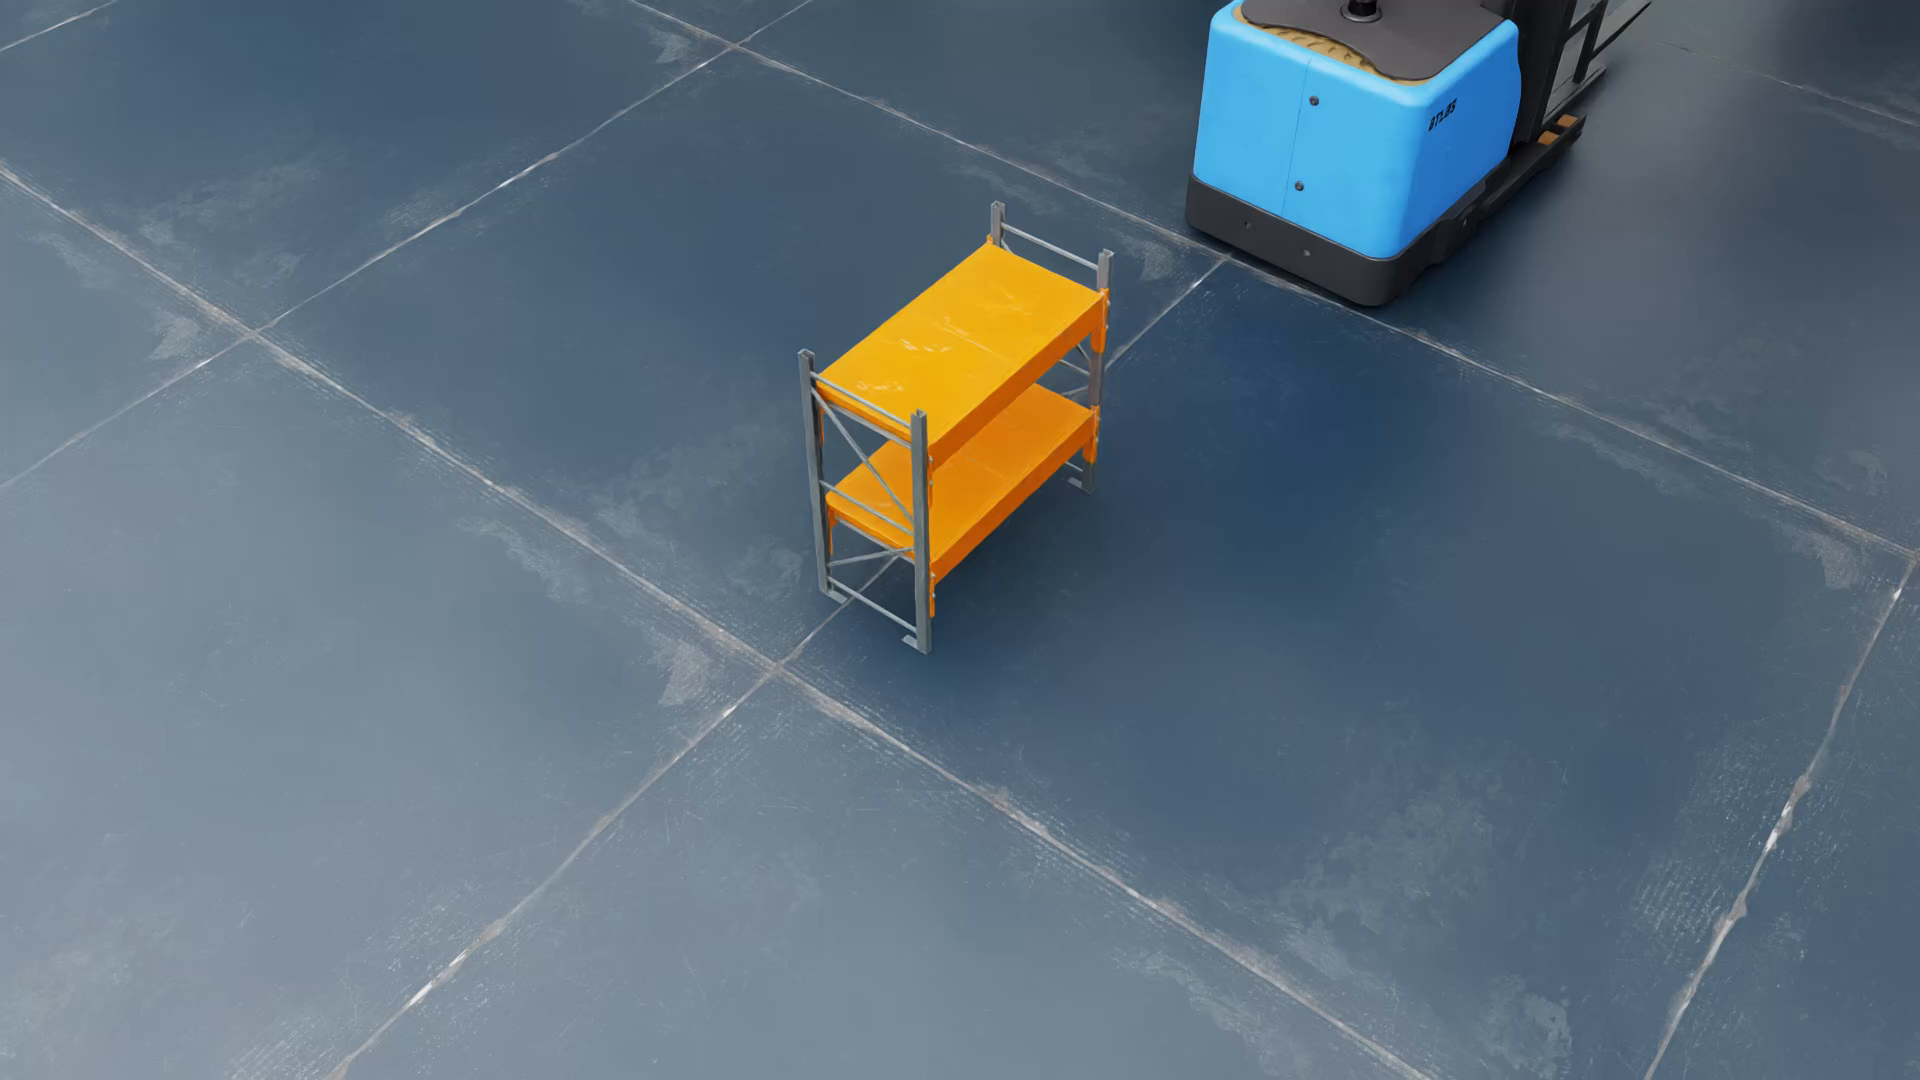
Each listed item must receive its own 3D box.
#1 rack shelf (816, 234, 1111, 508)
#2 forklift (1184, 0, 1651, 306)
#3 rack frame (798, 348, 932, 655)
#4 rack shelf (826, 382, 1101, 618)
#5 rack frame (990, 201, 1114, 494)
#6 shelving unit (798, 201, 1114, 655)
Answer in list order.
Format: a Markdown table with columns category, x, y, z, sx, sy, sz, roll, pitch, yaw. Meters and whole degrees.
| category | x | y | z | sx | sy | sz | roll | pitch | yaw |
| --- | --- | --- | --- | --- | --- | --- | --- | --- | --- |
| rack shelf | 0.004 | -0.595 | 5.635 | 0.538 | 0.278 | 1.000 | 29 | 53 | 25 |
| forklift | 2.358 | -3.008 | 7.097 | 1.130 | 2.935 | 3.031 | 32 | 54 | 27 |
| rack frame | -0.307 | -0.102 | 5.569 | 0.500 | 1.125 | 0.032 | 29 | 53 | 25 |
| rack shelf | 0.004 | -0.224 | 6.024 | 0.538 | 0.278 | 1.000 | 29 | 53 | 25 |
| rack frame | 0.315 | -0.683 | 6.125 | 0.500 | 1.125 | 0.032 | 29 | 53 | 25 |
| shelving unit | 0.004 | -0.392 | 5.847 | 0.538 | 1.125 | 1.048 | 29 | 53 | 25 |
